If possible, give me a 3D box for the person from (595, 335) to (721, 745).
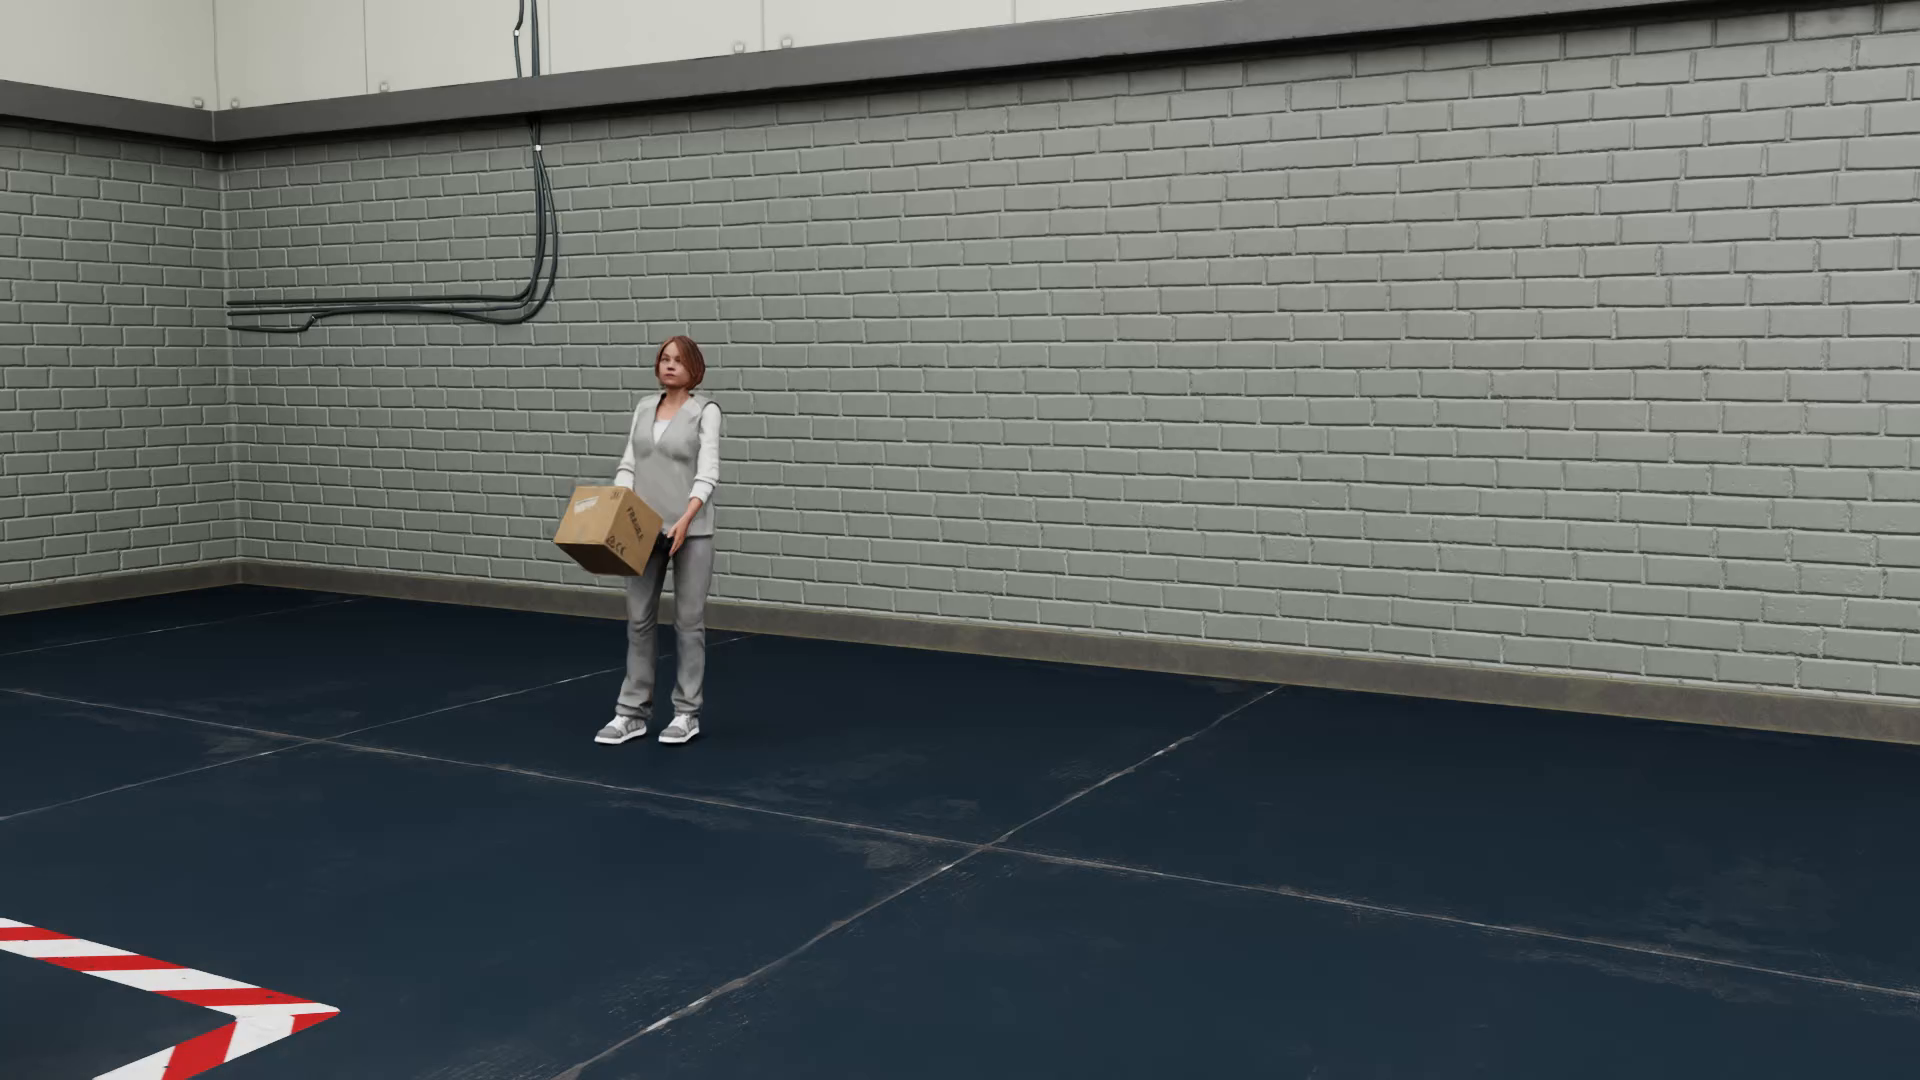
[{"bbox_3d":[-1.170,-0.001,6.530,0.466,1.601,0.448,2,6,15],"label":"person"}]
